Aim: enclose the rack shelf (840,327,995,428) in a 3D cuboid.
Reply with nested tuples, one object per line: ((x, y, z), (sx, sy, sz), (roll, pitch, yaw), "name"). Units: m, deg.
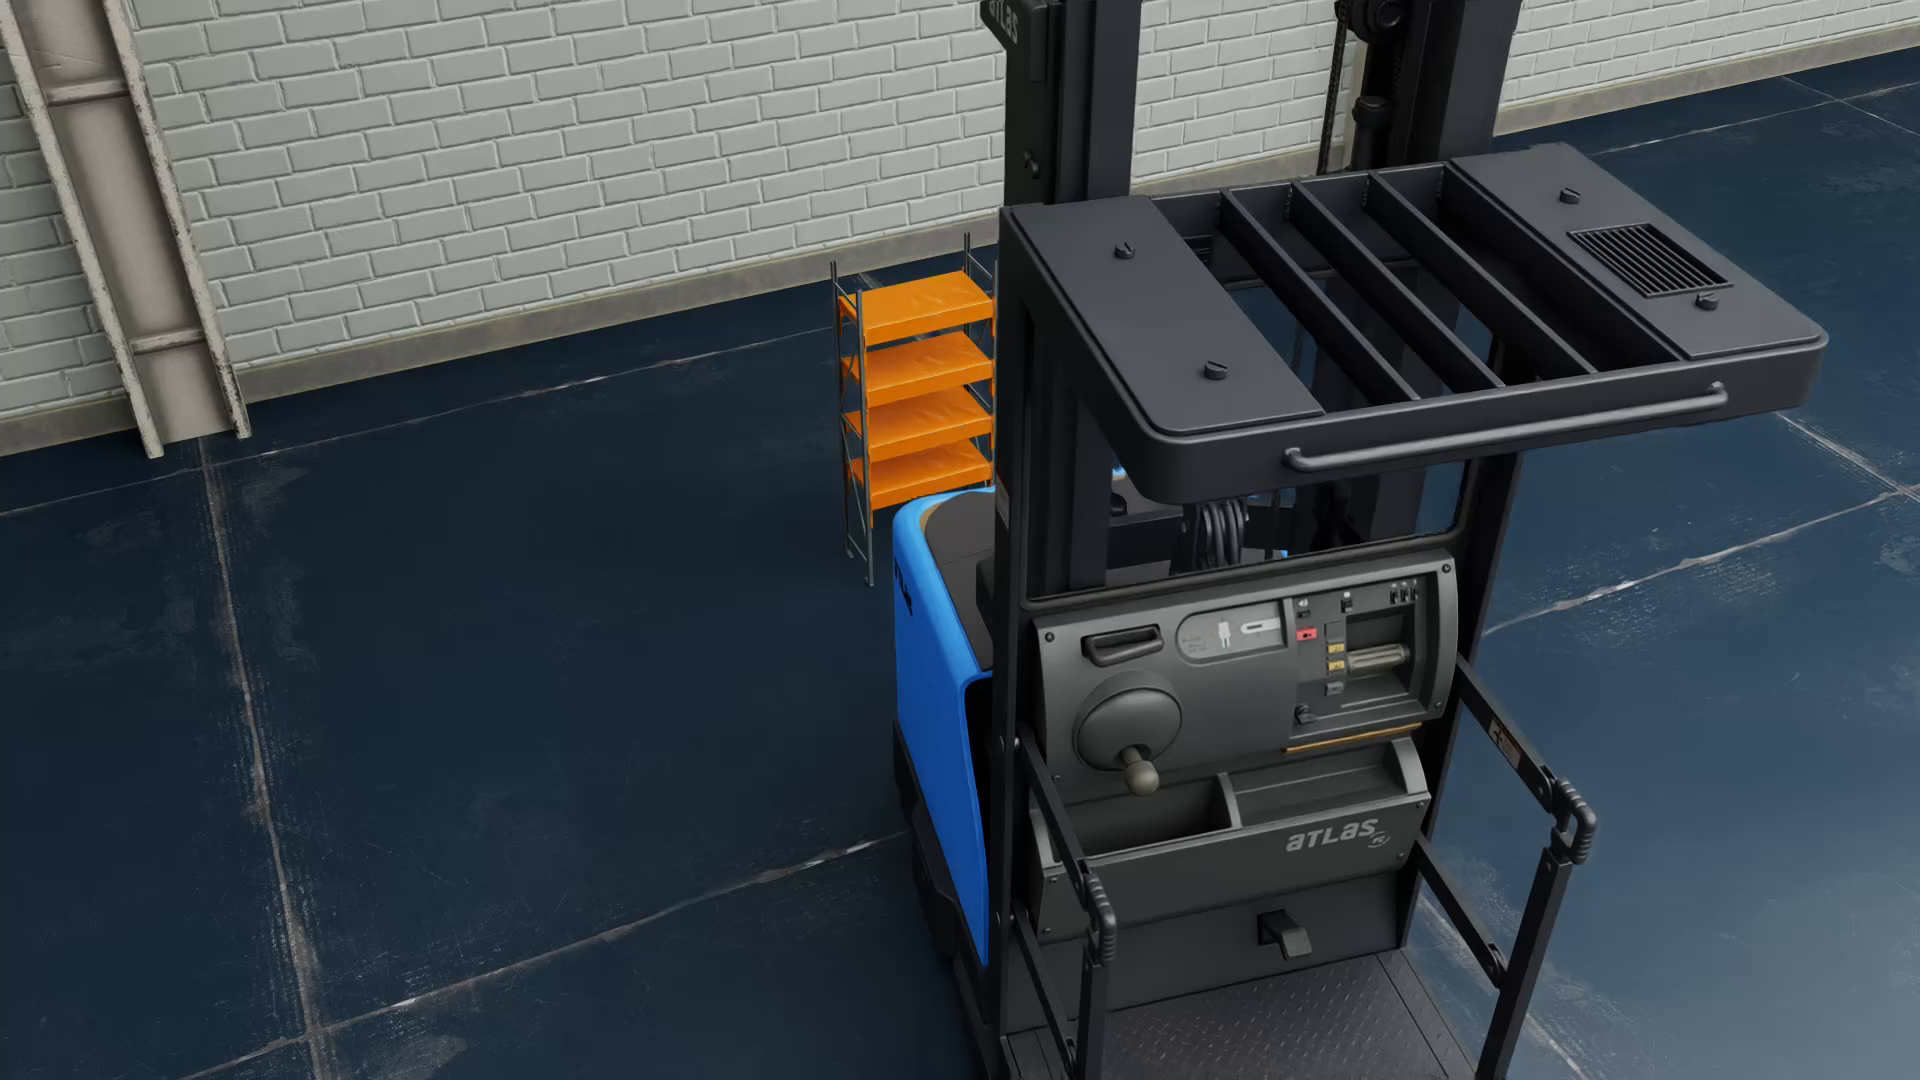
((-0.150, -0.566, 5.743), (0.480, 0.148, 0.258), (-16, 39, -20), "rack shelf")

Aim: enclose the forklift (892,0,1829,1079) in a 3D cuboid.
((0.669, 0.349, 3.320), (1.130, 2.935, 3.031), (-9, 38, -12), "forklift")

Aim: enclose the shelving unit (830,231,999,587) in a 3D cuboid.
((-0.150, -0.440, 5.836), (0.503, 1.200, 0.258), (-16, 39, -20), "shelving unit")

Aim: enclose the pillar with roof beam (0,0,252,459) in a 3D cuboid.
((-1.321, -1.752, 1.058), (0.400, 9.000, 9.100), (-16, 39, -20), "pillar with roof beam")

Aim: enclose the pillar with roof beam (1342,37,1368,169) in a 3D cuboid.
((4.110, -3.271, 3.106), (0.400, 9.000, 9.100), (-16, 39, -20), "pillar with roof beam")

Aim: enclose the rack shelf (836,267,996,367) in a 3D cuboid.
((-0.150, -0.756, 5.602), (0.480, 0.148, 0.258), (-16, 39, -20), "rack shelf")

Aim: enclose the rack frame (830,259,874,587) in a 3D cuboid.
((-0.371, -0.378, 5.753), (0.015, 1.200, 0.240), (-16, 39, -20), "rack frame")

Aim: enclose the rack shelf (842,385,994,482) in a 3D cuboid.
((-0.150, -0.386, 5.876), (0.480, 0.148, 0.258), (-16, 39, -20), "rack shelf")

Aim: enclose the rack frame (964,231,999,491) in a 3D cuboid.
((0.071, -0.502, 5.919), (0.015, 1.200, 0.240), (-16, 39, -20), "rack frame")

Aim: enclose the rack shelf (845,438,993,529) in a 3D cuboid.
((-0.150, -0.226, 5.994), (0.480, 0.148, 0.258), (-16, 39, -20), "rack shelf")
